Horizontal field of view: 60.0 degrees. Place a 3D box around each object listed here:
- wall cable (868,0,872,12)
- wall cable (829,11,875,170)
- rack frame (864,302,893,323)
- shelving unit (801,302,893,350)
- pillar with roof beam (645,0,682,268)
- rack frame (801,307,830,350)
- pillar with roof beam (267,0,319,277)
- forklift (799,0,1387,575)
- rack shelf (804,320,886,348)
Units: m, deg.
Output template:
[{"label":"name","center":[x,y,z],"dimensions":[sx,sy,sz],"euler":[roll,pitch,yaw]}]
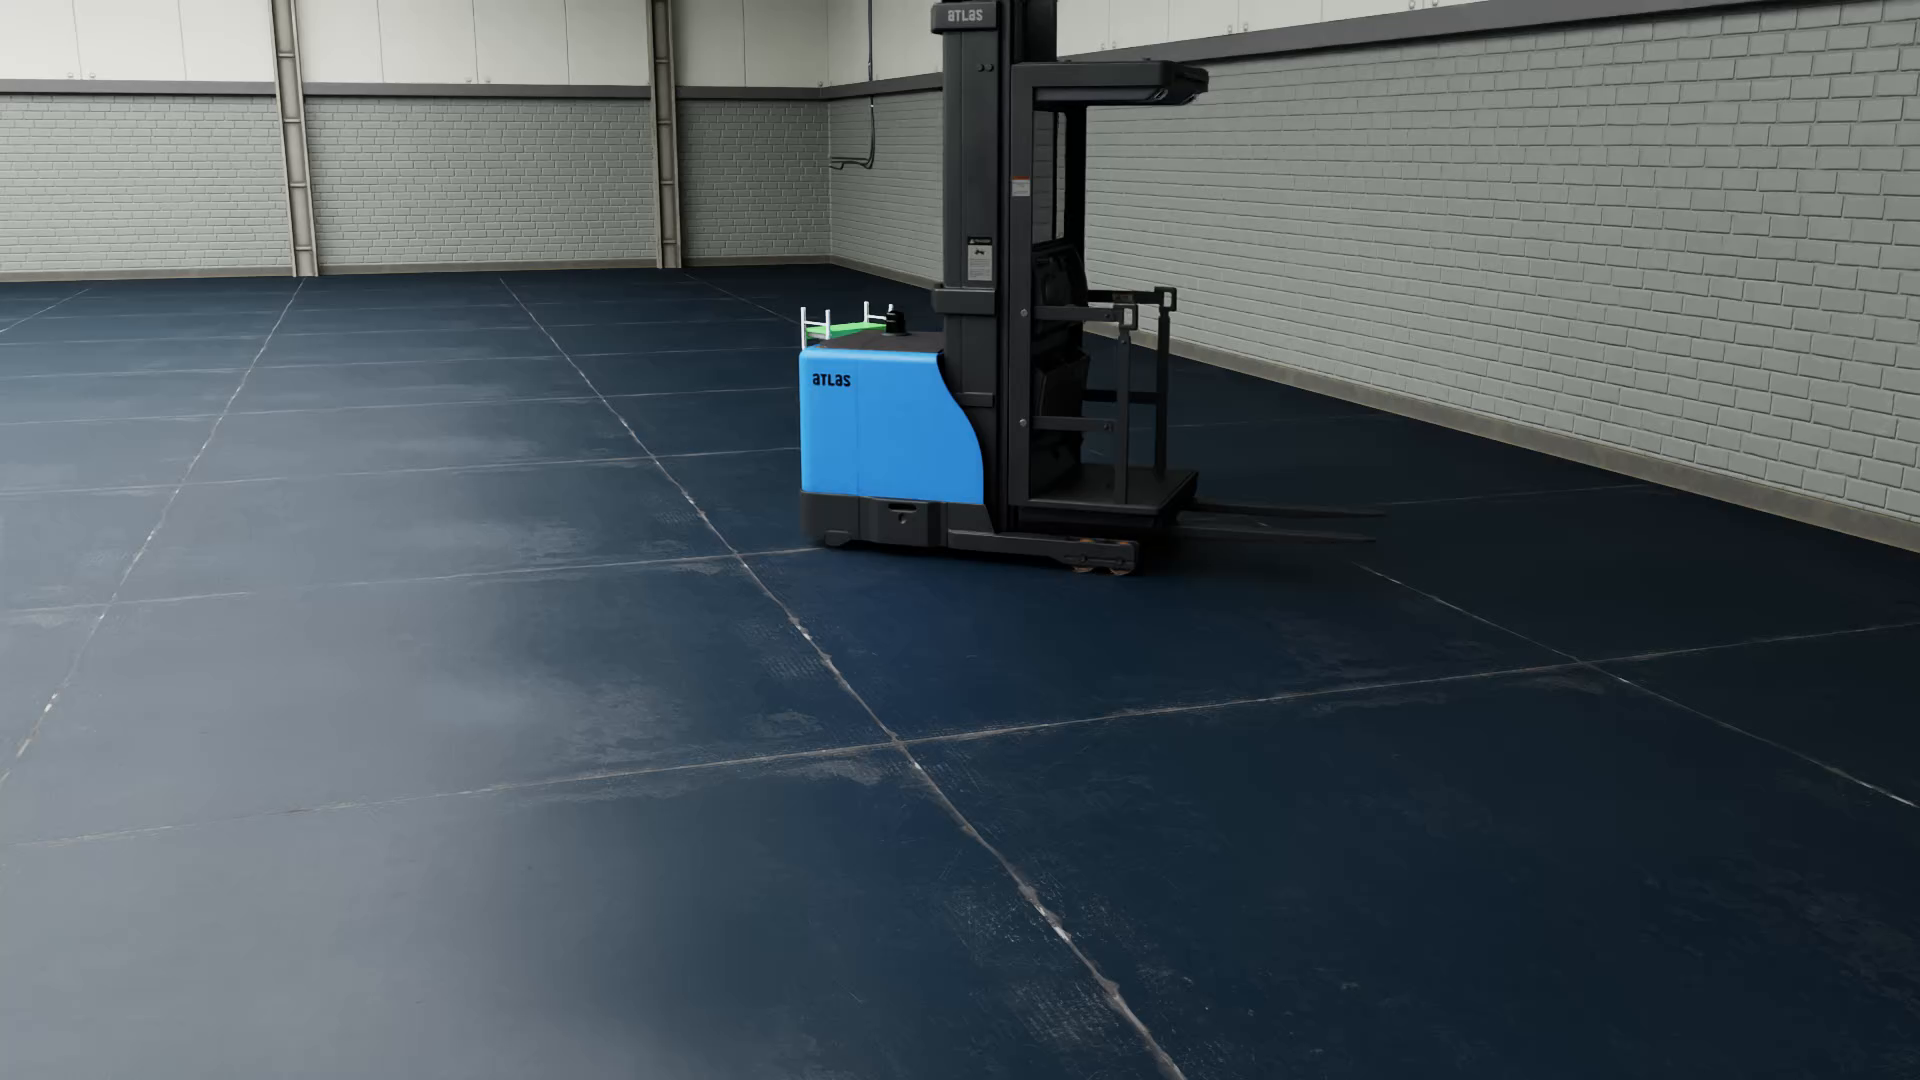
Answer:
[{"label":"wall cable","center":[-1.065,-9.477,25.334],"dimensions":[0.112,2.526,3.097],"euler":[-4,14,-18]},{"label":"wall cable","center":[-1.928,-7.613,28.413],"dimensions":[0.112,2.526,3.097],"euler":[-4,14,-18]},{"label":"rack frame","center":[-0.481,-0.820,9.998],"dimensions":[0.015,1.200,0.240],"euler":[-13,19,-43]},{"label":"shelving unit","center":[-0.654,-0.780,9.831],"dimensions":[0.503,1.200,0.258],"euler":[-13,19,-43]},{"label":"pillar with roof beam","center":[-3.769,-8.252,24.389],"dimensions":[0.400,9.000,9.100],"euler":[-4,14,-18]},{"label":"rack frame","center":[-0.827,-0.741,9.663],"dimensions":[0.015,1.200,0.240],"euler":[-13,19,-43]},{"label":"pillar with roof beam","center":[-9.455,-7.809,22.528],"dimensions":[0.400,9.000,9.100],"euler":[-4,14,-18]},{"label":"forklift","center":[0.710,-1.387,8.638],"dimensions":[3.031,2.935,1.130],"euler":[4,14,18]},{"label":"rack shelf","center":[-0.654,-1.185,9.734],"dimensions":[0.480,0.148,0.258],"euler":[-13,19,-43]}]
